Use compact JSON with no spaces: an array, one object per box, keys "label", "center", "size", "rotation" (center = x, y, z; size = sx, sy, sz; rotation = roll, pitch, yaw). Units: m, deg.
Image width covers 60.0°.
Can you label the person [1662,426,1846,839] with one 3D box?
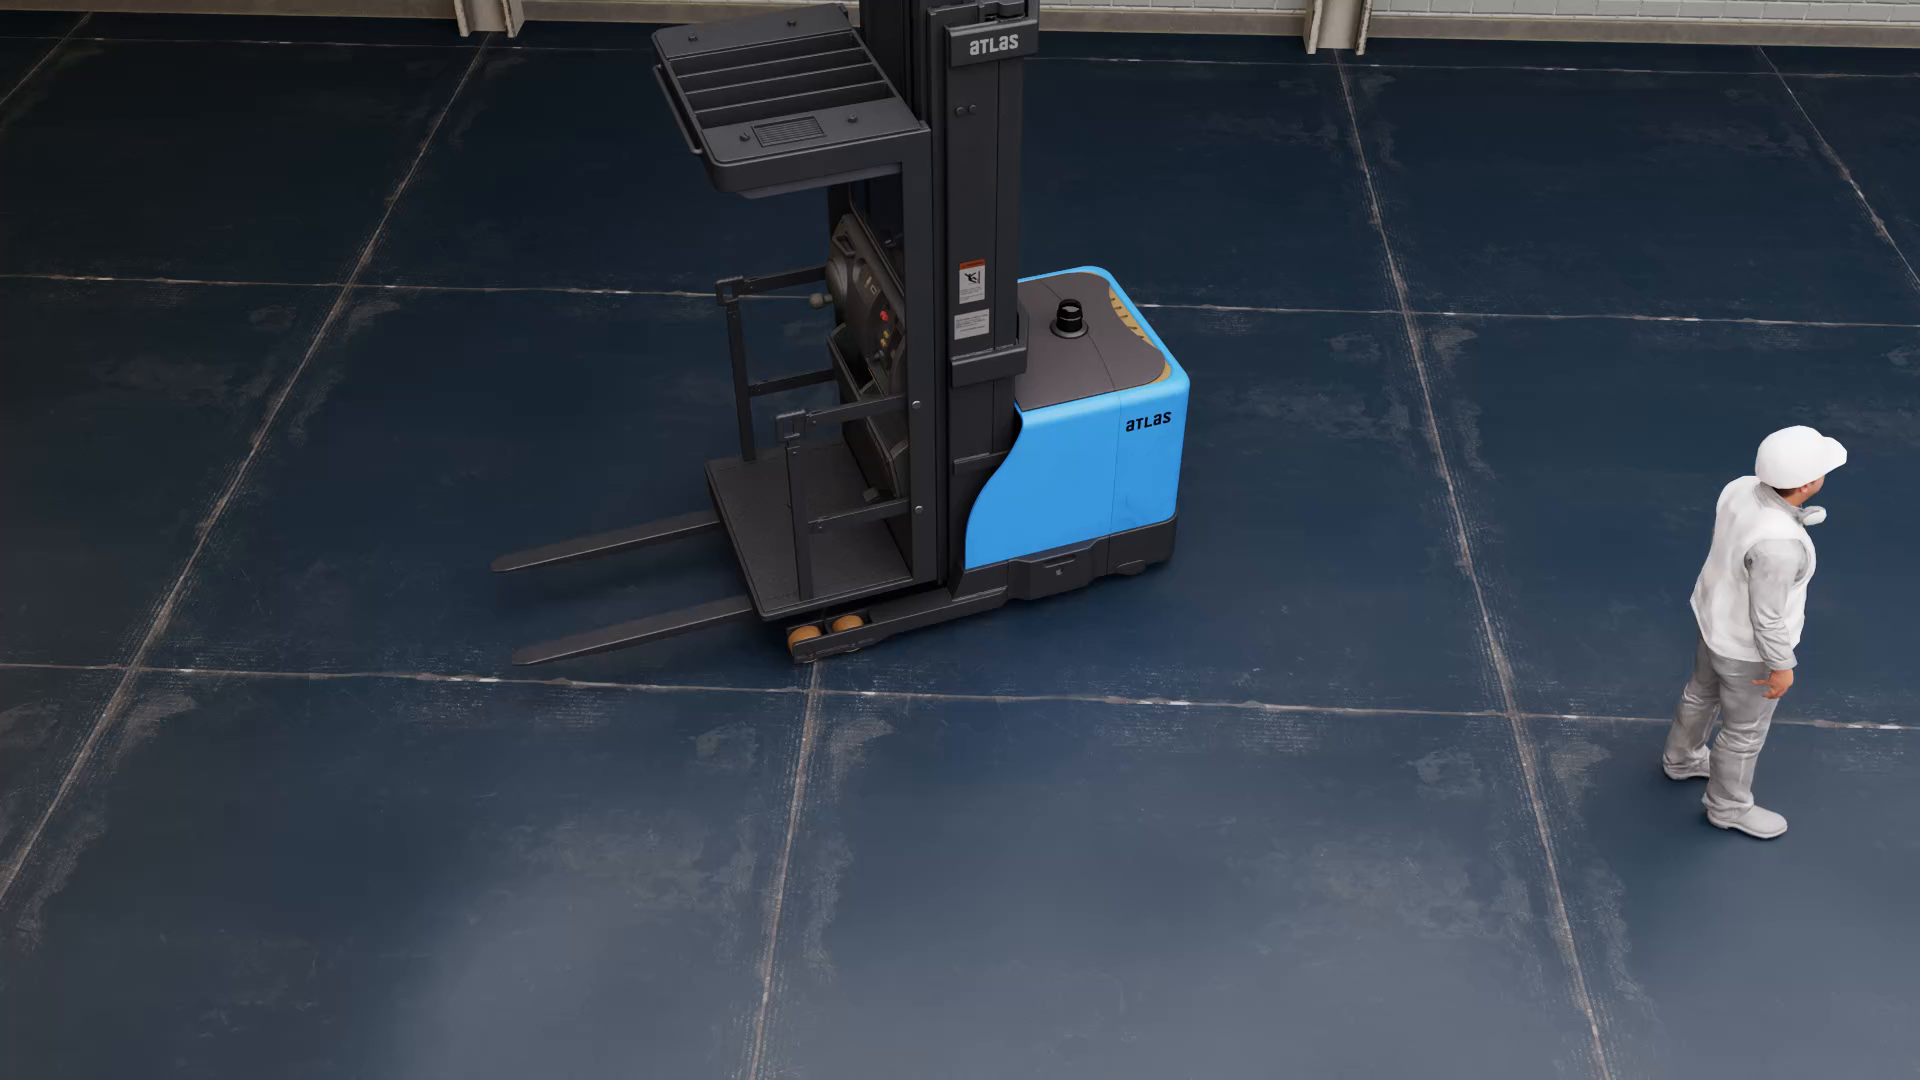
[{"label":"person","center":[3.019,0.320,6.242],"size":[0.569,1.768,0.632],"rotation":[2,42,2]}]

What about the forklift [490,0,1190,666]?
[{"label":"forklift","center":[-0.573,-0.945,6.778],"size":[3.031,2.935,1.130],"rotation":[-13,44,-14]}]
